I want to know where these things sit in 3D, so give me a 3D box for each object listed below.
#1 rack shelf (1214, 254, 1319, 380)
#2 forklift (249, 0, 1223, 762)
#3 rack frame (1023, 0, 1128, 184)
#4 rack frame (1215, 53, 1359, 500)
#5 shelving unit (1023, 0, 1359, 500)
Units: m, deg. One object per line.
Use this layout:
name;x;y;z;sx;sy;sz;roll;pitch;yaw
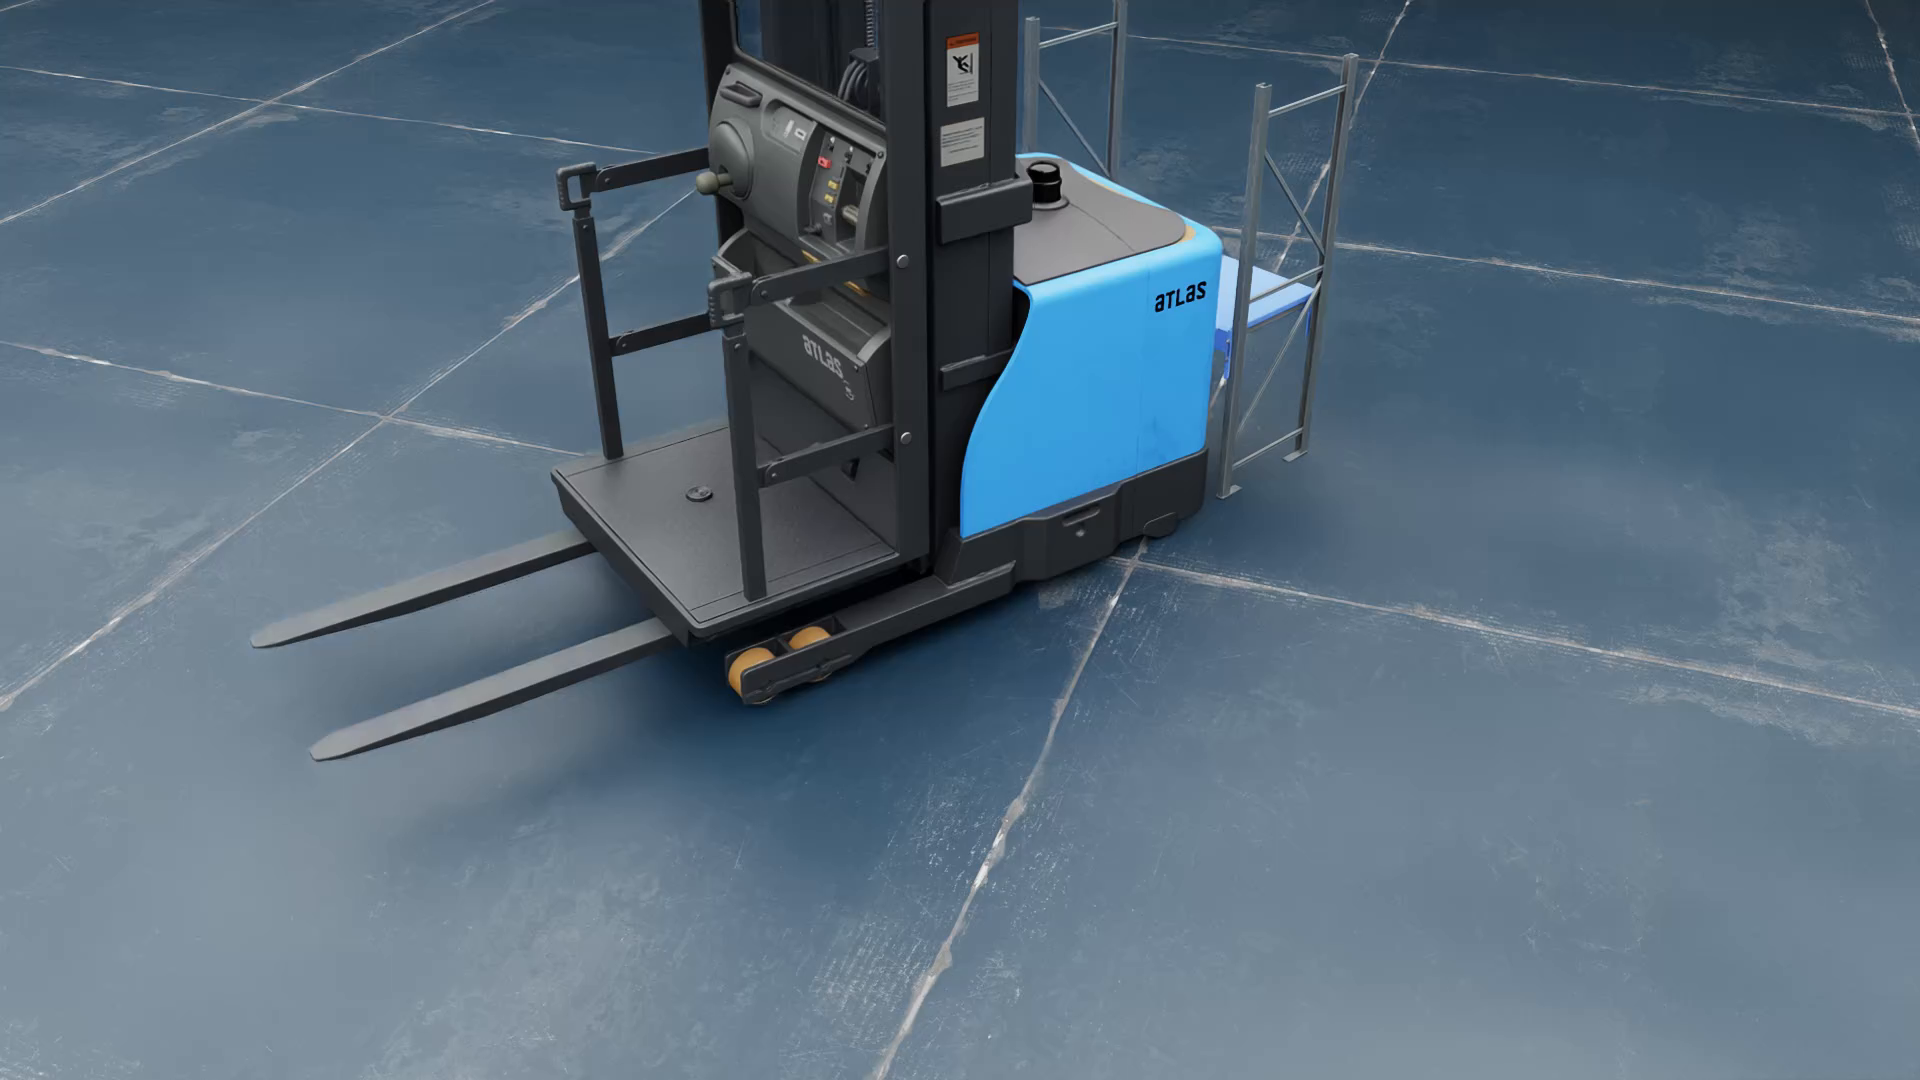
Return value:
rack shelf;0.767;-0.922;6.127;0.538;0.185;1.000;-27;41;-35
forklift;-0.652;-1.066;4.700;3.031;2.935;1.130;-20;38;-28
rack frame;0.421;-1.275;6.342;0.500;1.500;0.032;-27;41;-35
rack frame;1.113;-0.871;5.717;0.500;1.500;0.032;-27;41;-35
shelving unit;0.767;-1.073;6.030;0.538;1.500;1.048;-27;41;-35
